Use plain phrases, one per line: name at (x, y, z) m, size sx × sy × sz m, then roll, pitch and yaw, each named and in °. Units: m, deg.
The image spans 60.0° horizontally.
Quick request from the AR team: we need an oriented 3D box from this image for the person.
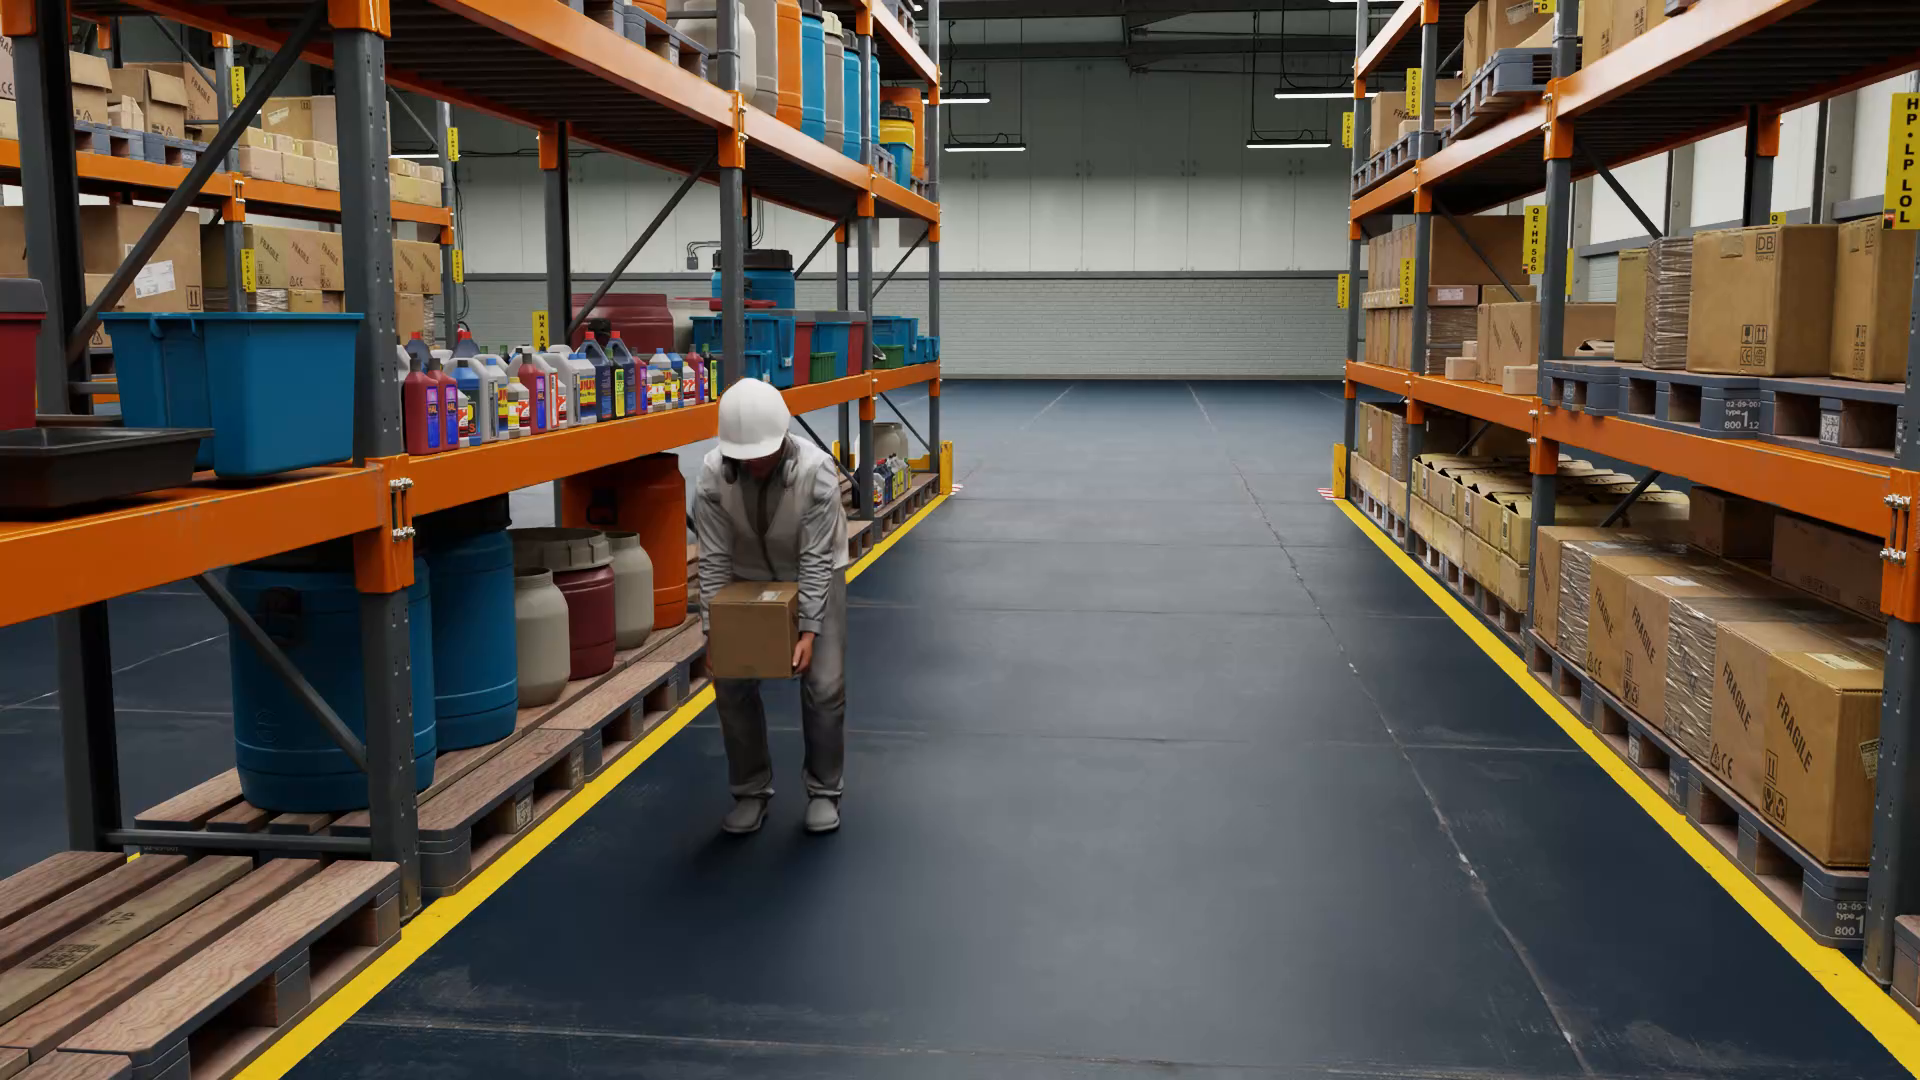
person at (-0.607, 0.229, 5.415) m, size 0.469 × 1.527 × 0.841 m, roll 1°, pitch 8°, yaw 5°
